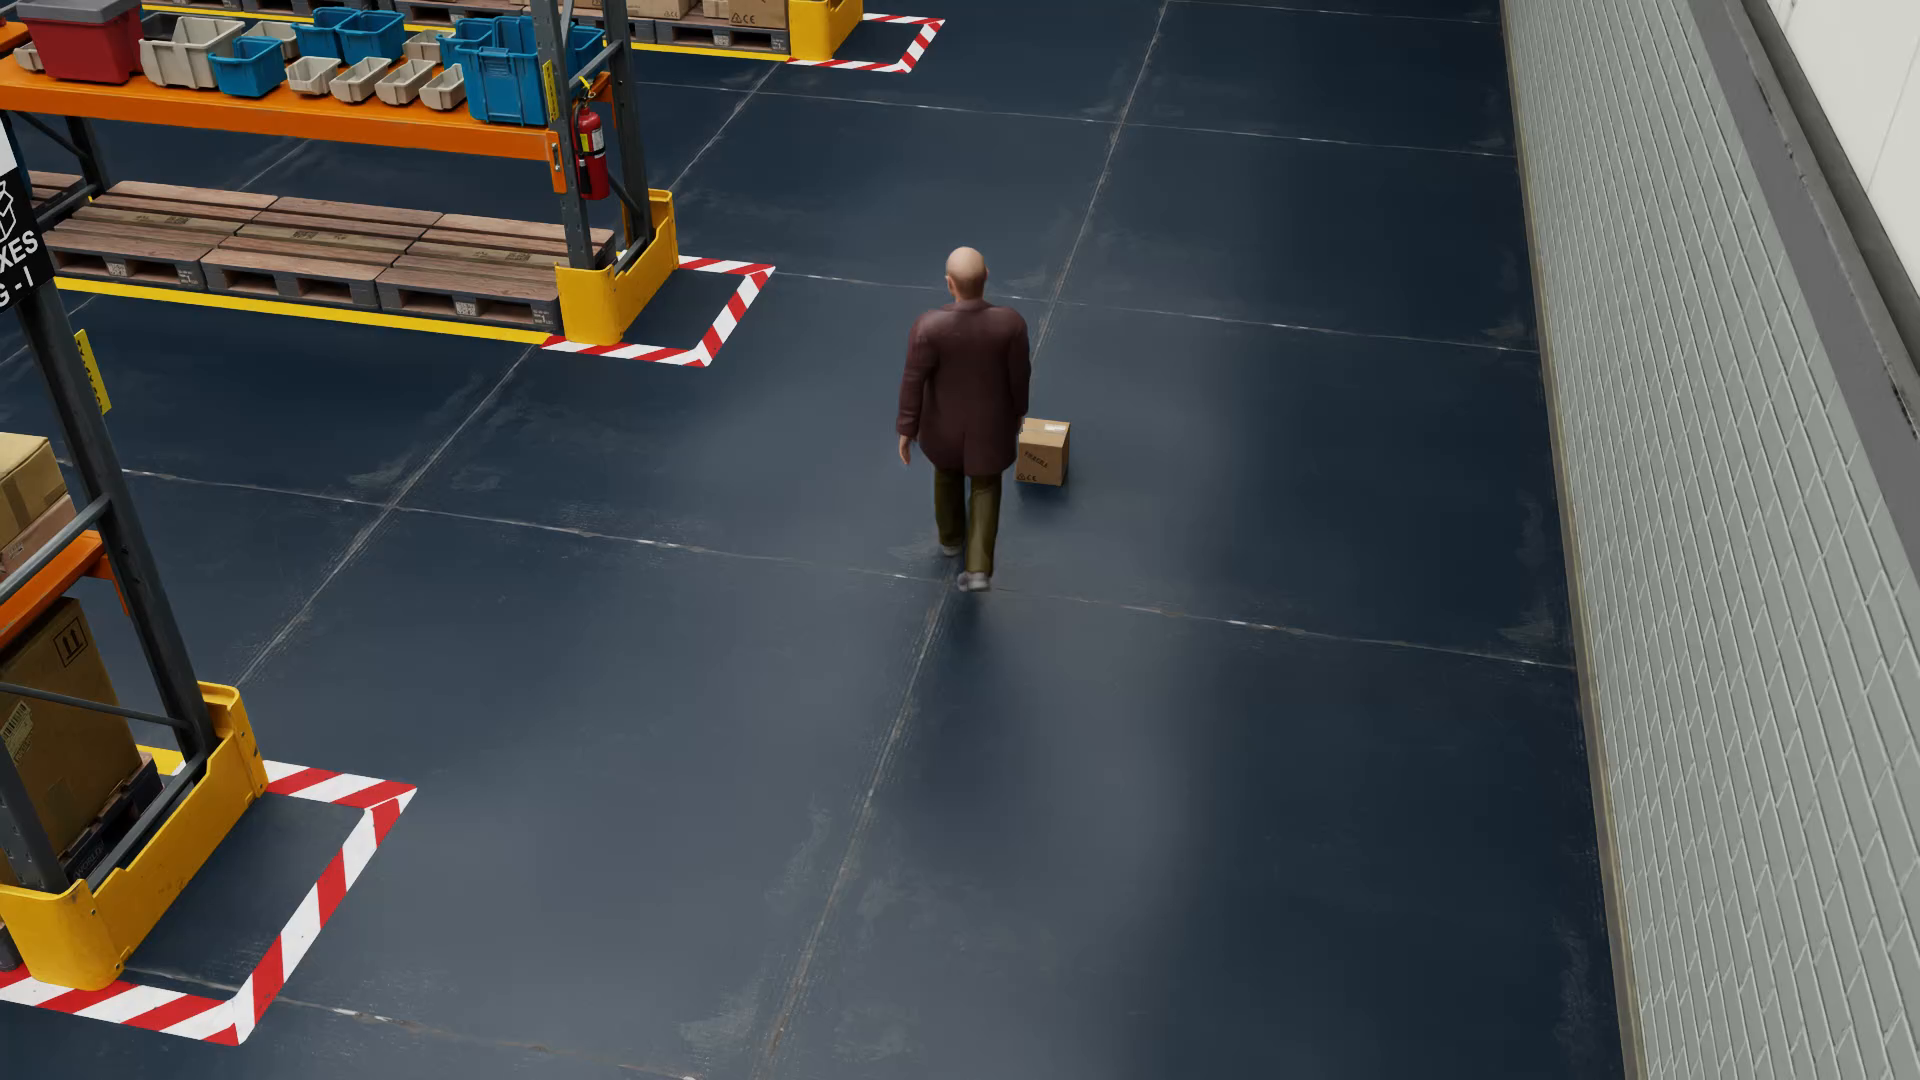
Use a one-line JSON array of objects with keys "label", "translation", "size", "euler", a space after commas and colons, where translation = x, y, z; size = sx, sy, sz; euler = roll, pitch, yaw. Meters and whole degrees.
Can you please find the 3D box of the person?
[{"label": "person", "translation": [0.092, -0.664, 7.861], "size": [0.617, 1.767, 0.593], "euler": [1, 36, 1]}]
